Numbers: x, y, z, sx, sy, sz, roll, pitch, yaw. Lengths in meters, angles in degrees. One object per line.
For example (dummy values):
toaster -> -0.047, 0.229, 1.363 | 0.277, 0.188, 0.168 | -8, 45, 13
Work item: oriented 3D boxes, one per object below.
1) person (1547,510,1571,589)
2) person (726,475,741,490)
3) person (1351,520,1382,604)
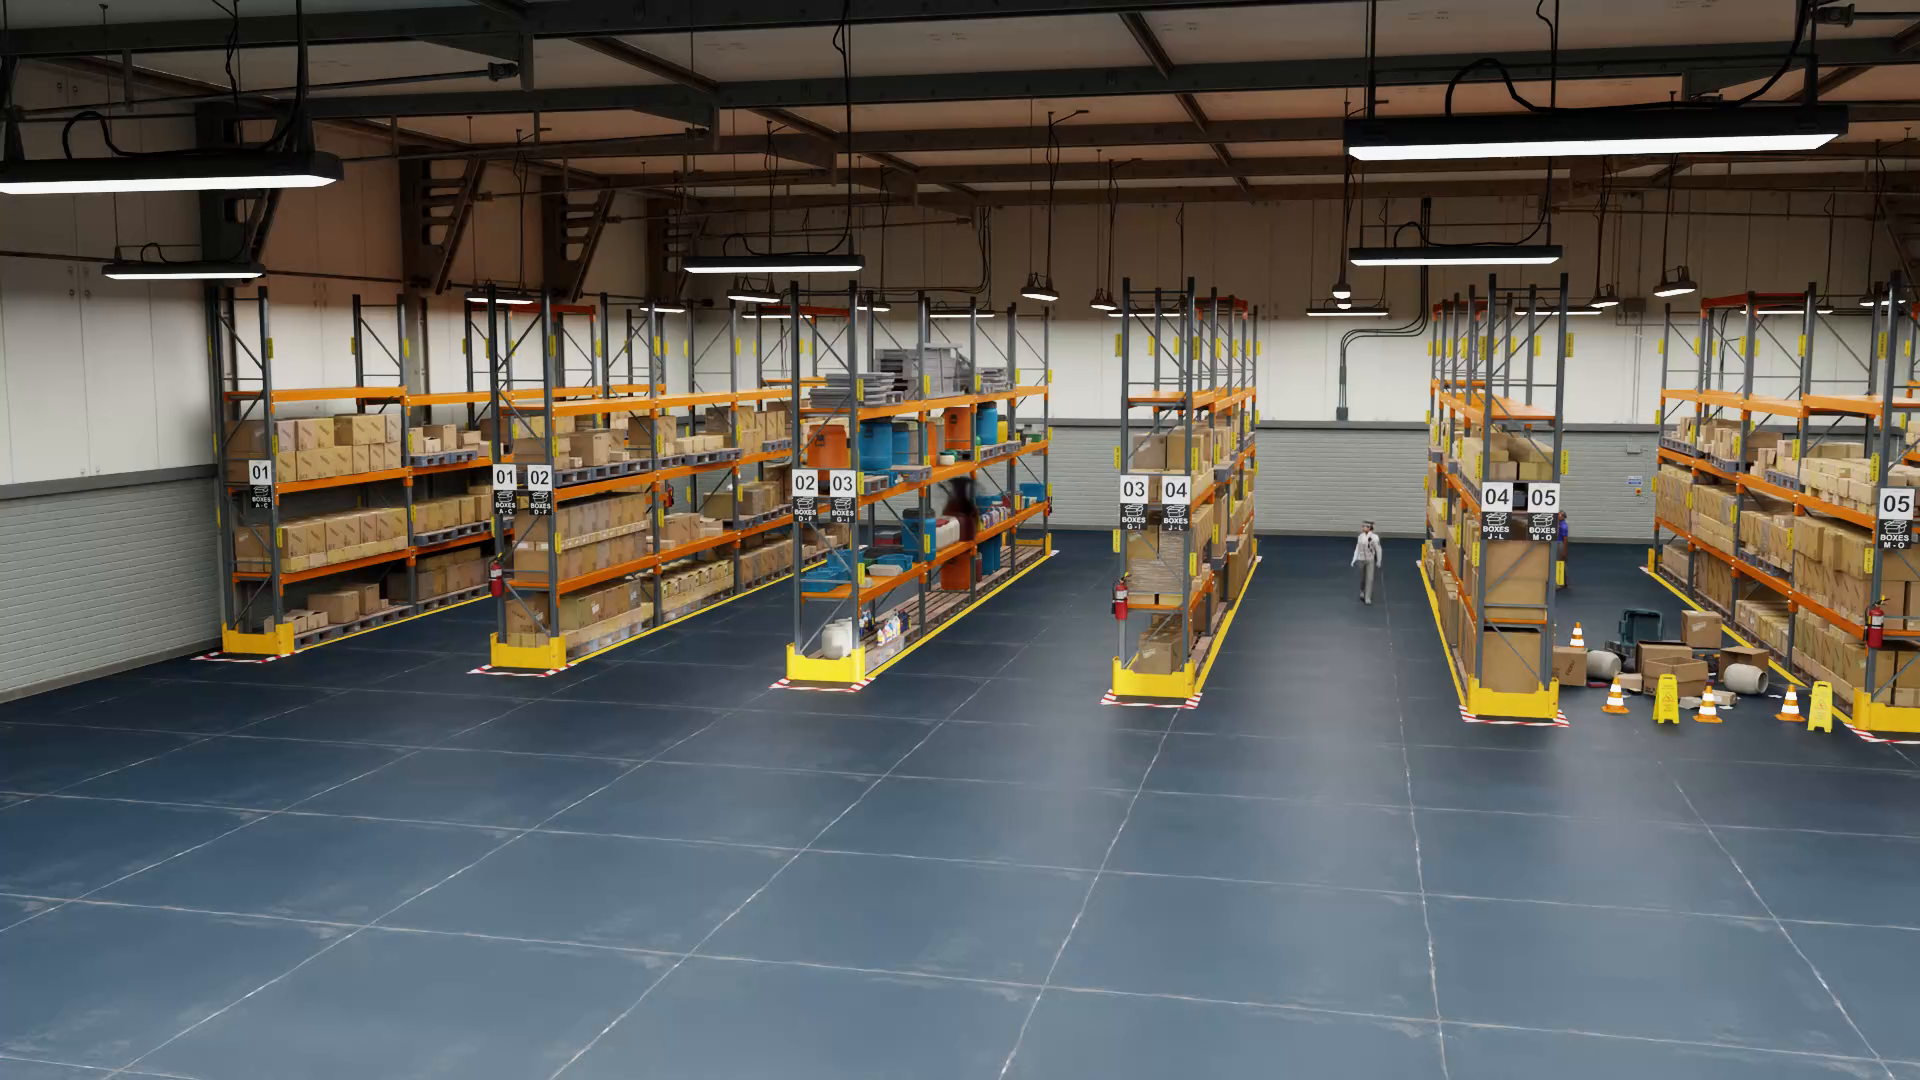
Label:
person -> 12.554, 0.200, 34.732 | 0.436, 1.662, 0.468 | 4, 8, 30
person -> -5.903, -0.891, 43.783 | 0.615, 1.726, 1.065 | 1, 7, 6
person -> 8.046, 0.409, 32.908 | 0.581, 1.633, 0.948 | 2, 7, 15
